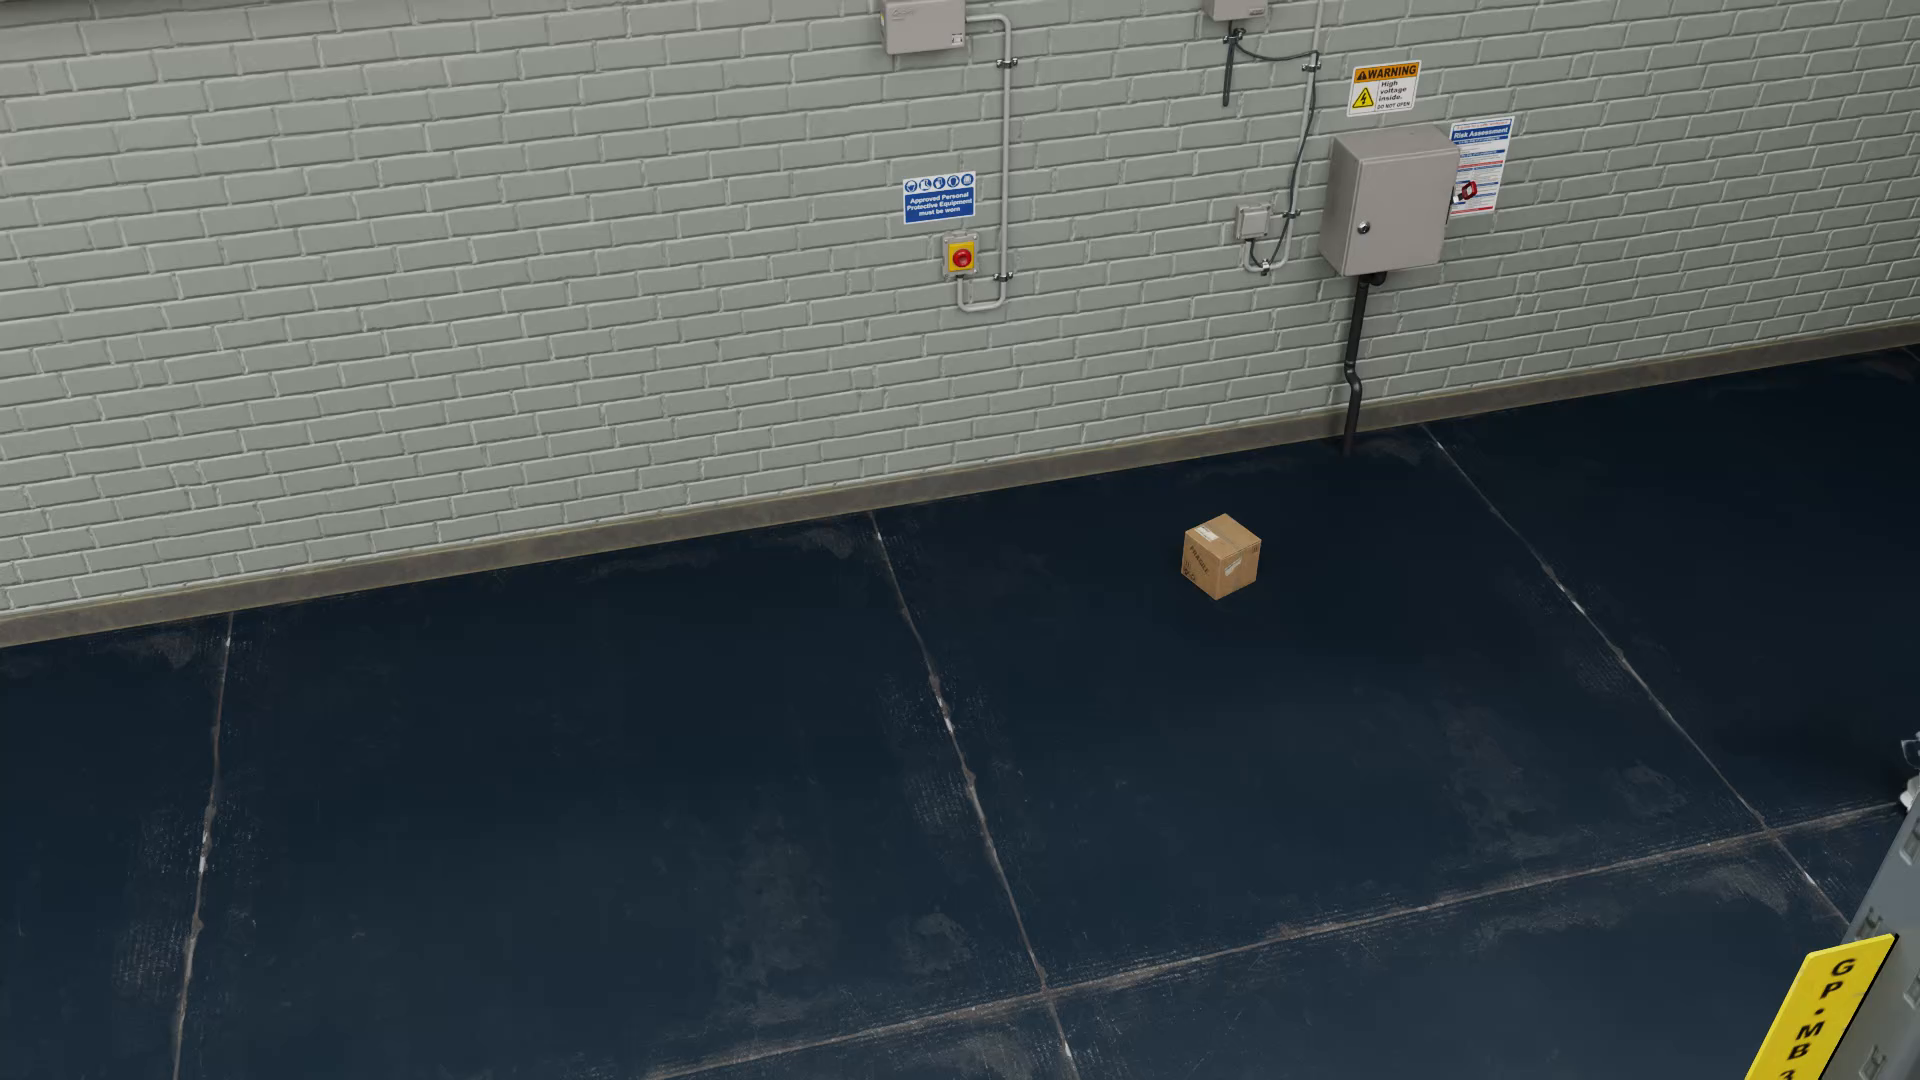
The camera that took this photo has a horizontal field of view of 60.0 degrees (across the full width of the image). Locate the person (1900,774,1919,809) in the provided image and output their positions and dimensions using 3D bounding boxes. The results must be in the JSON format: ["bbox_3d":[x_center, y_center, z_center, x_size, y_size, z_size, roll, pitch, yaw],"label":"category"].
[{"bbox_3d":[4.187,0.517,6.042,0.912,1.633,0.456,14,40,17],"label":"person"}]
